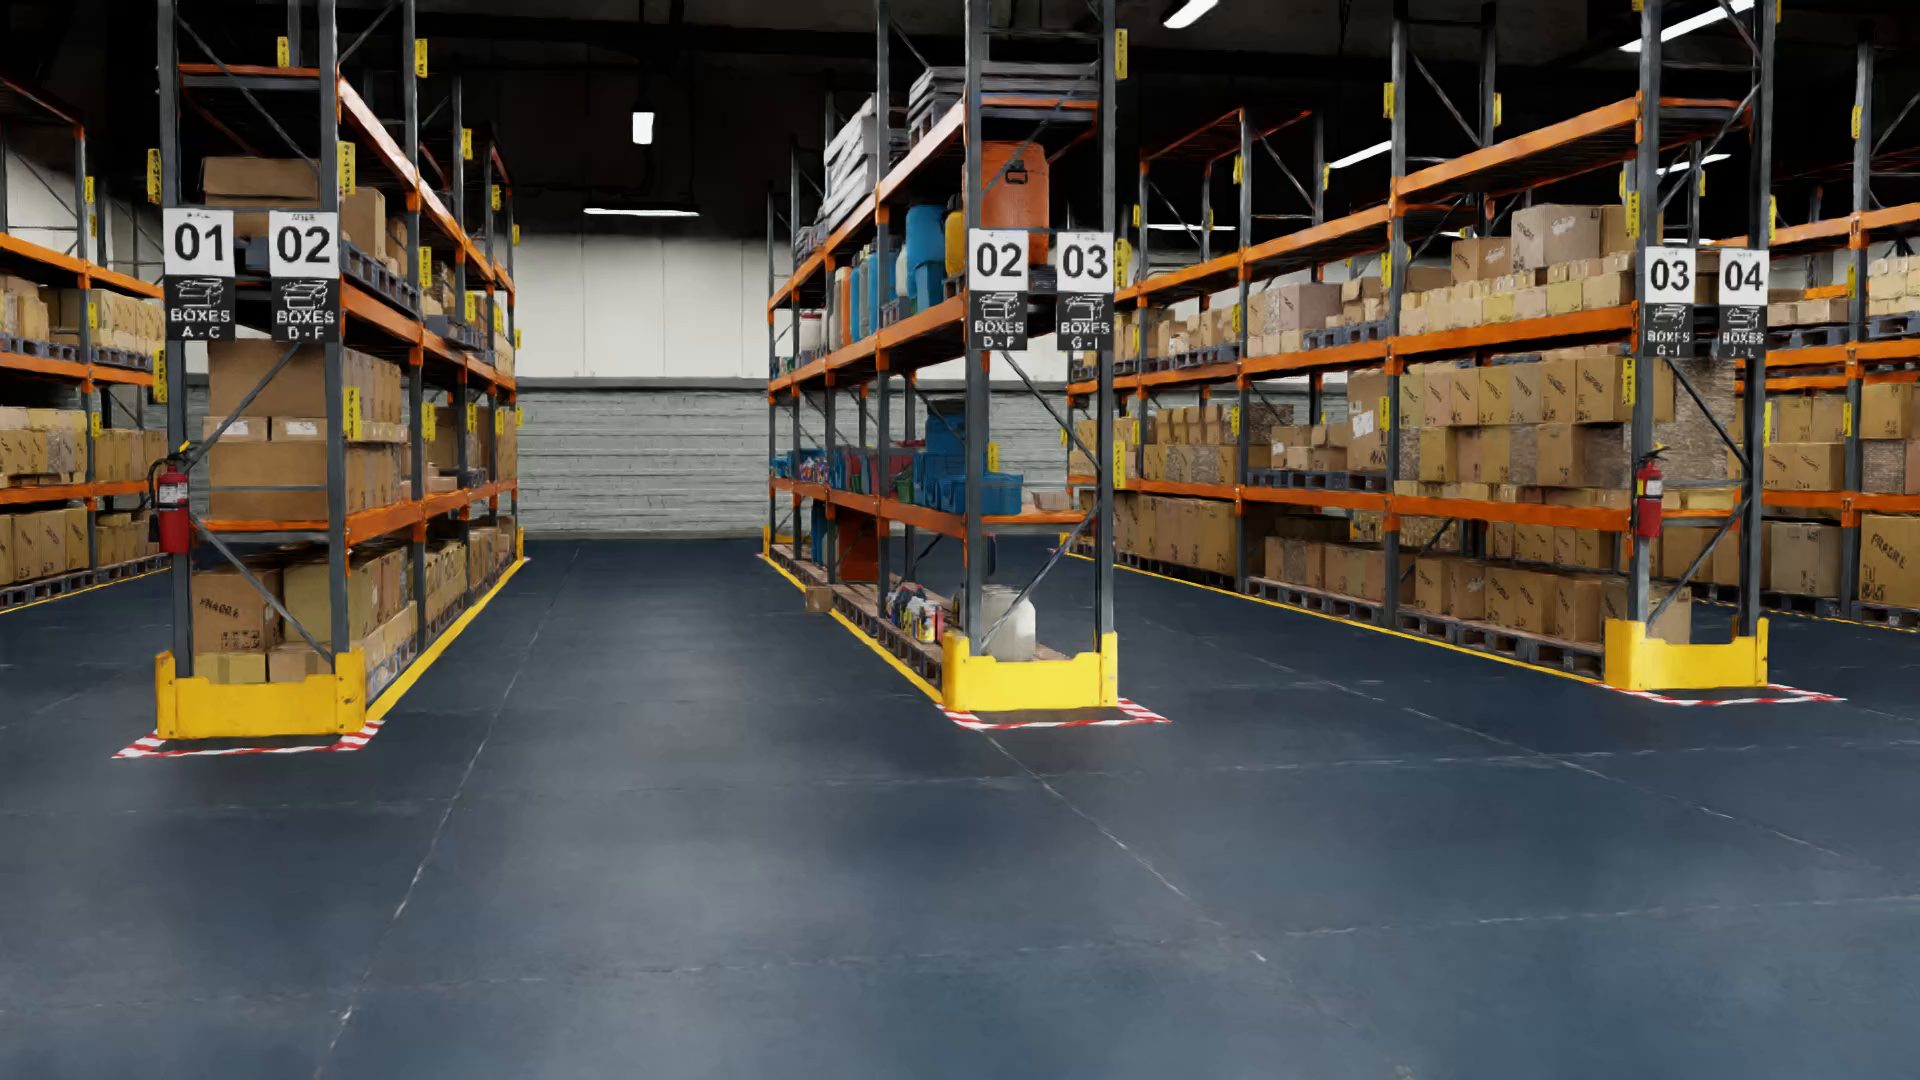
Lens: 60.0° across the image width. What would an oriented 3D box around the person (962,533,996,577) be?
[{"bbox_3d":[0.185,-0.036,17.668,0.421,1.579,0.619,-1,3,-22],"label":"person"}]
